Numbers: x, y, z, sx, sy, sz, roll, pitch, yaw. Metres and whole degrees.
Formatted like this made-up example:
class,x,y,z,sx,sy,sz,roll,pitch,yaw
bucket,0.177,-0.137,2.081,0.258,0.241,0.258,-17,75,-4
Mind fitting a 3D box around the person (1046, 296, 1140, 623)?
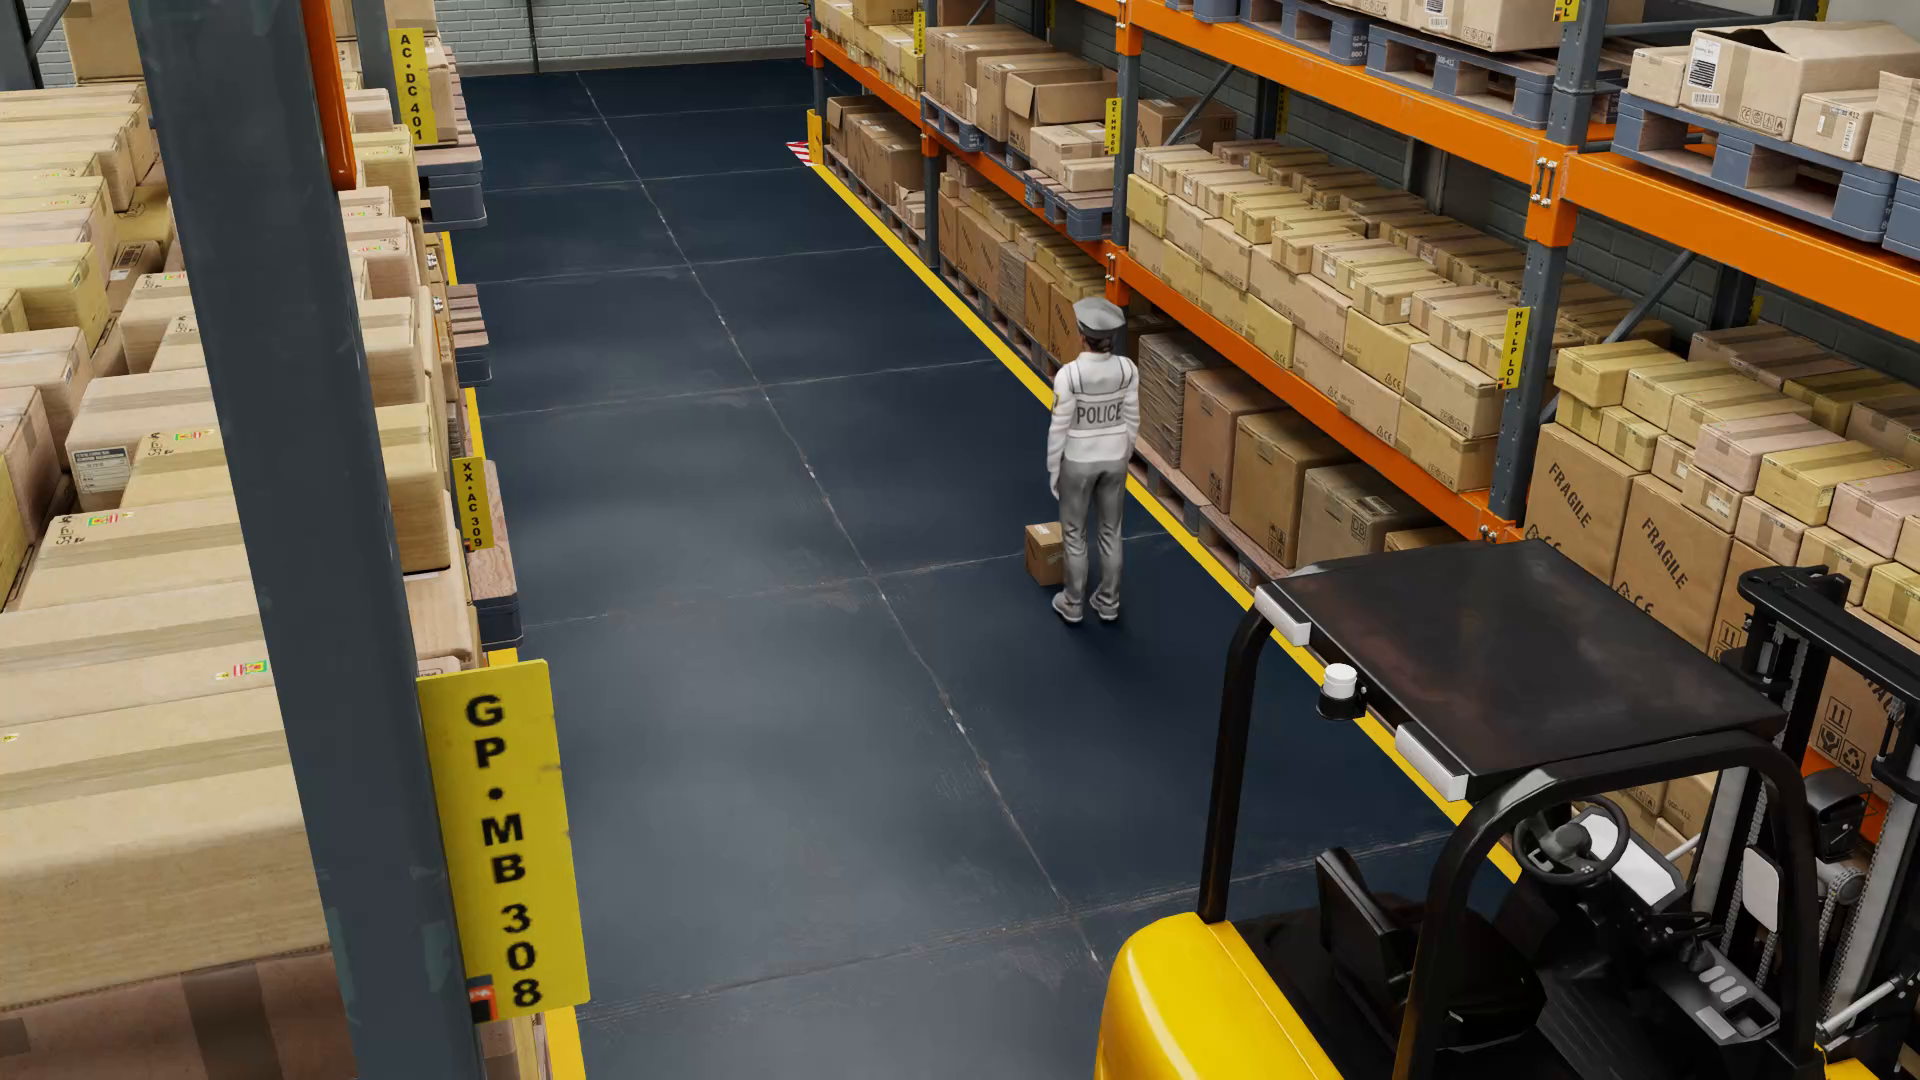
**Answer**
class,x,y,z,sx,sy,sz,roll,pitch,yaw
person,0.652,-0.386,8.317,0.487,1.687,0.346,-8,28,-16
